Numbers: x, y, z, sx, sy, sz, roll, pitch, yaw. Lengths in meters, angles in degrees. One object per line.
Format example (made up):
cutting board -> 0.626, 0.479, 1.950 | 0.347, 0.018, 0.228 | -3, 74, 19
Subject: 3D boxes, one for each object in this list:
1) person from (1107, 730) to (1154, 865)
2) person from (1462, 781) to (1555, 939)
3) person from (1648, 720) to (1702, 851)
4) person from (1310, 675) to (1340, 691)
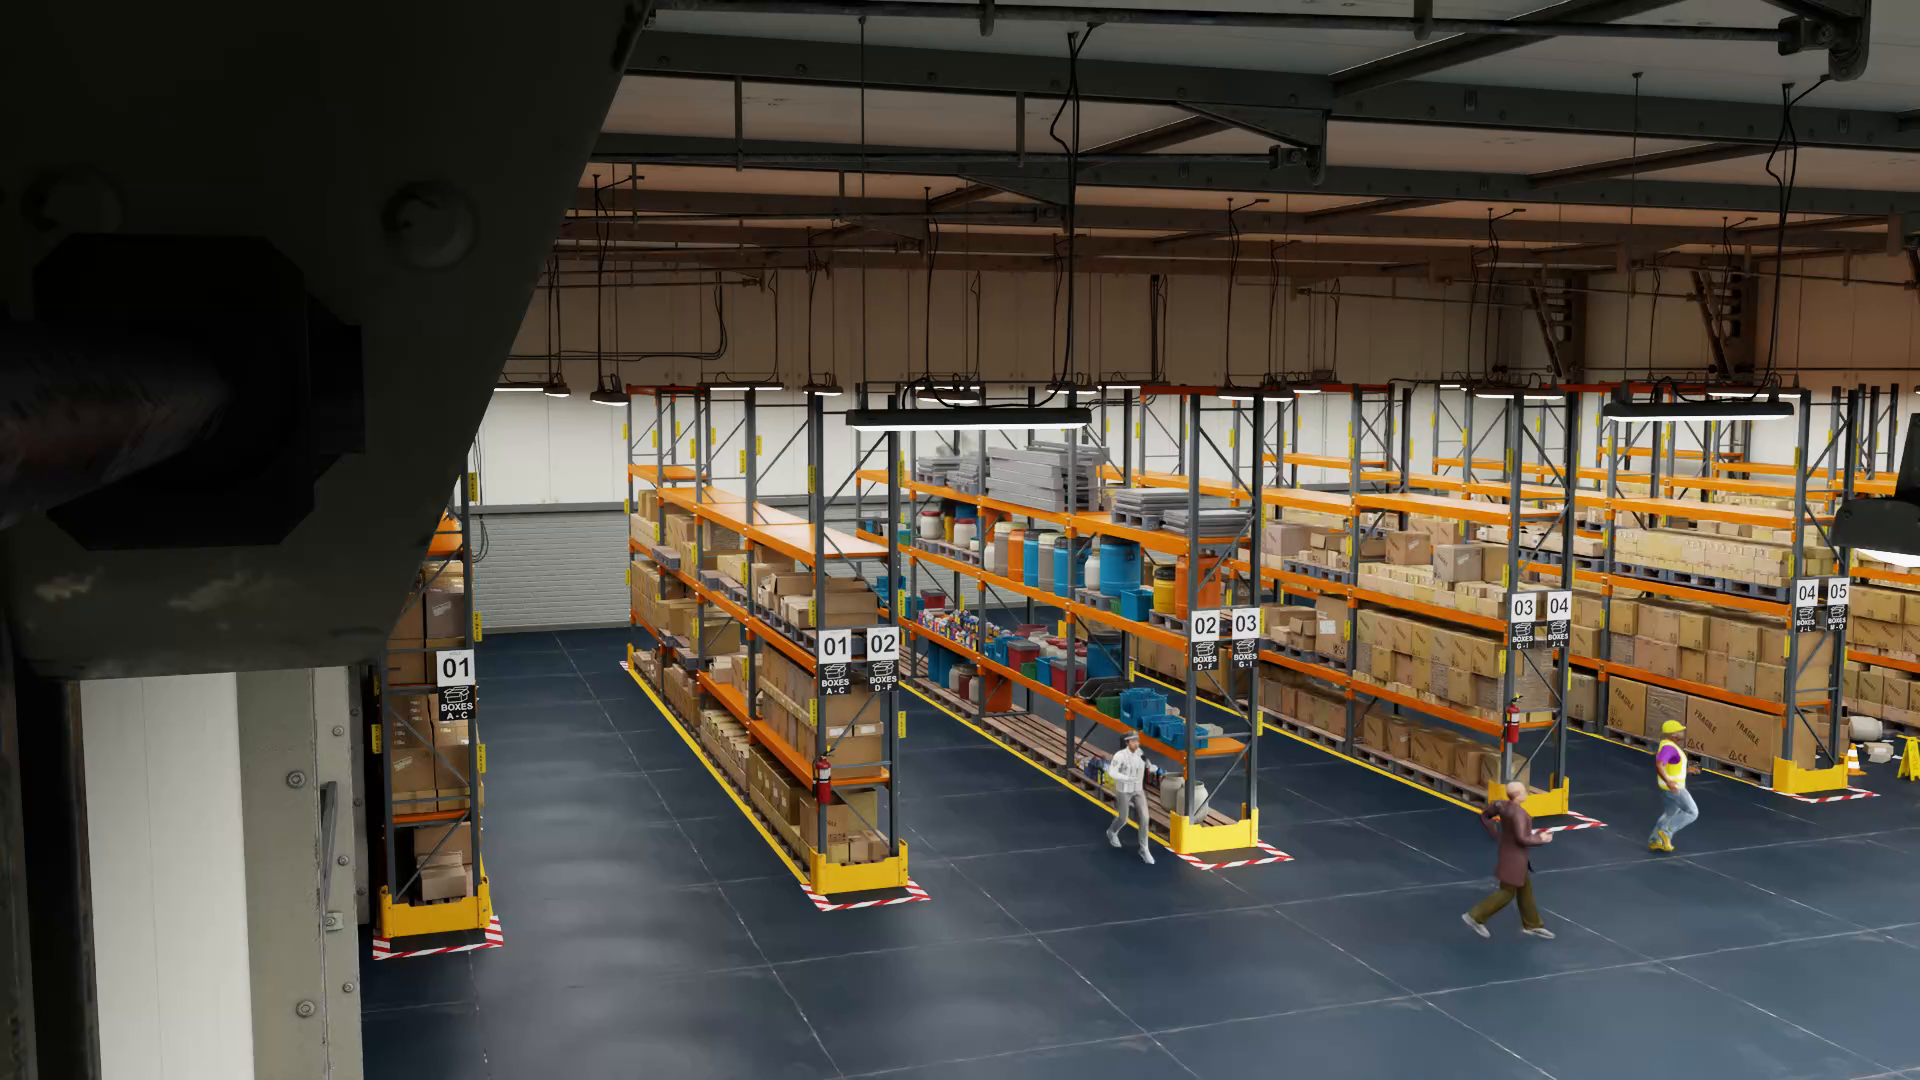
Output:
person -> 2.190, 3.276, 21.556 | 0.645, 1.715, 0.901 | -3, 7, -25
person -> 6.071, 3.535, 18.292 | 1.056, 1.788, 0.709 | 0, 6, 4
person -> 9.359, 3.216, 21.735 | 0.634, 1.726, 0.685 | 1, 6, 13
person -> 7.119, 2.094, 32.270 | 0.654, 1.834, 0.855 | -2, 6, -22
